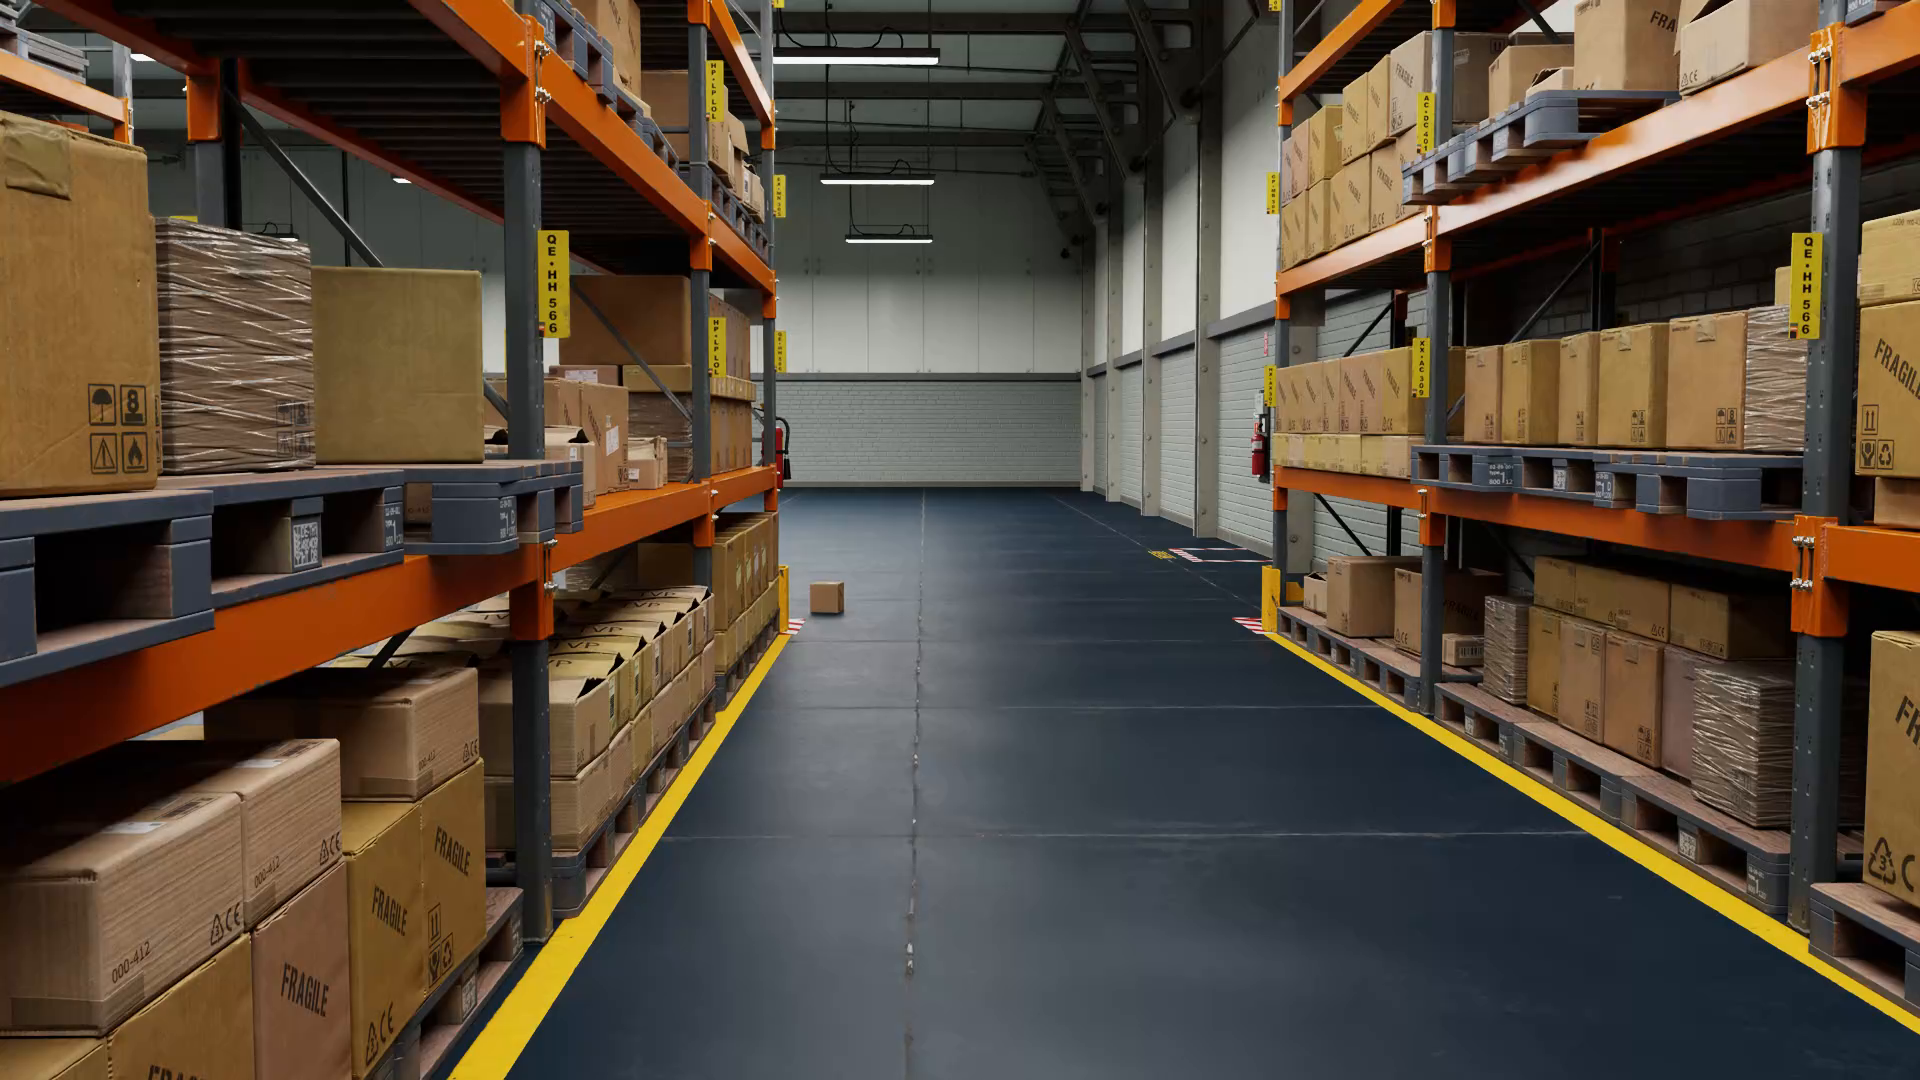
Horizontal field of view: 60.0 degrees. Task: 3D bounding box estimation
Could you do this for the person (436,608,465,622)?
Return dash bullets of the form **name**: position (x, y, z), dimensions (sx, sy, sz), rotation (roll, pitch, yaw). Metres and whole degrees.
- **person**: position (-4.240, -0.120, 12.809), dimensions (0.489, 1.642, 0.933), rotation (3, 5, 41)
